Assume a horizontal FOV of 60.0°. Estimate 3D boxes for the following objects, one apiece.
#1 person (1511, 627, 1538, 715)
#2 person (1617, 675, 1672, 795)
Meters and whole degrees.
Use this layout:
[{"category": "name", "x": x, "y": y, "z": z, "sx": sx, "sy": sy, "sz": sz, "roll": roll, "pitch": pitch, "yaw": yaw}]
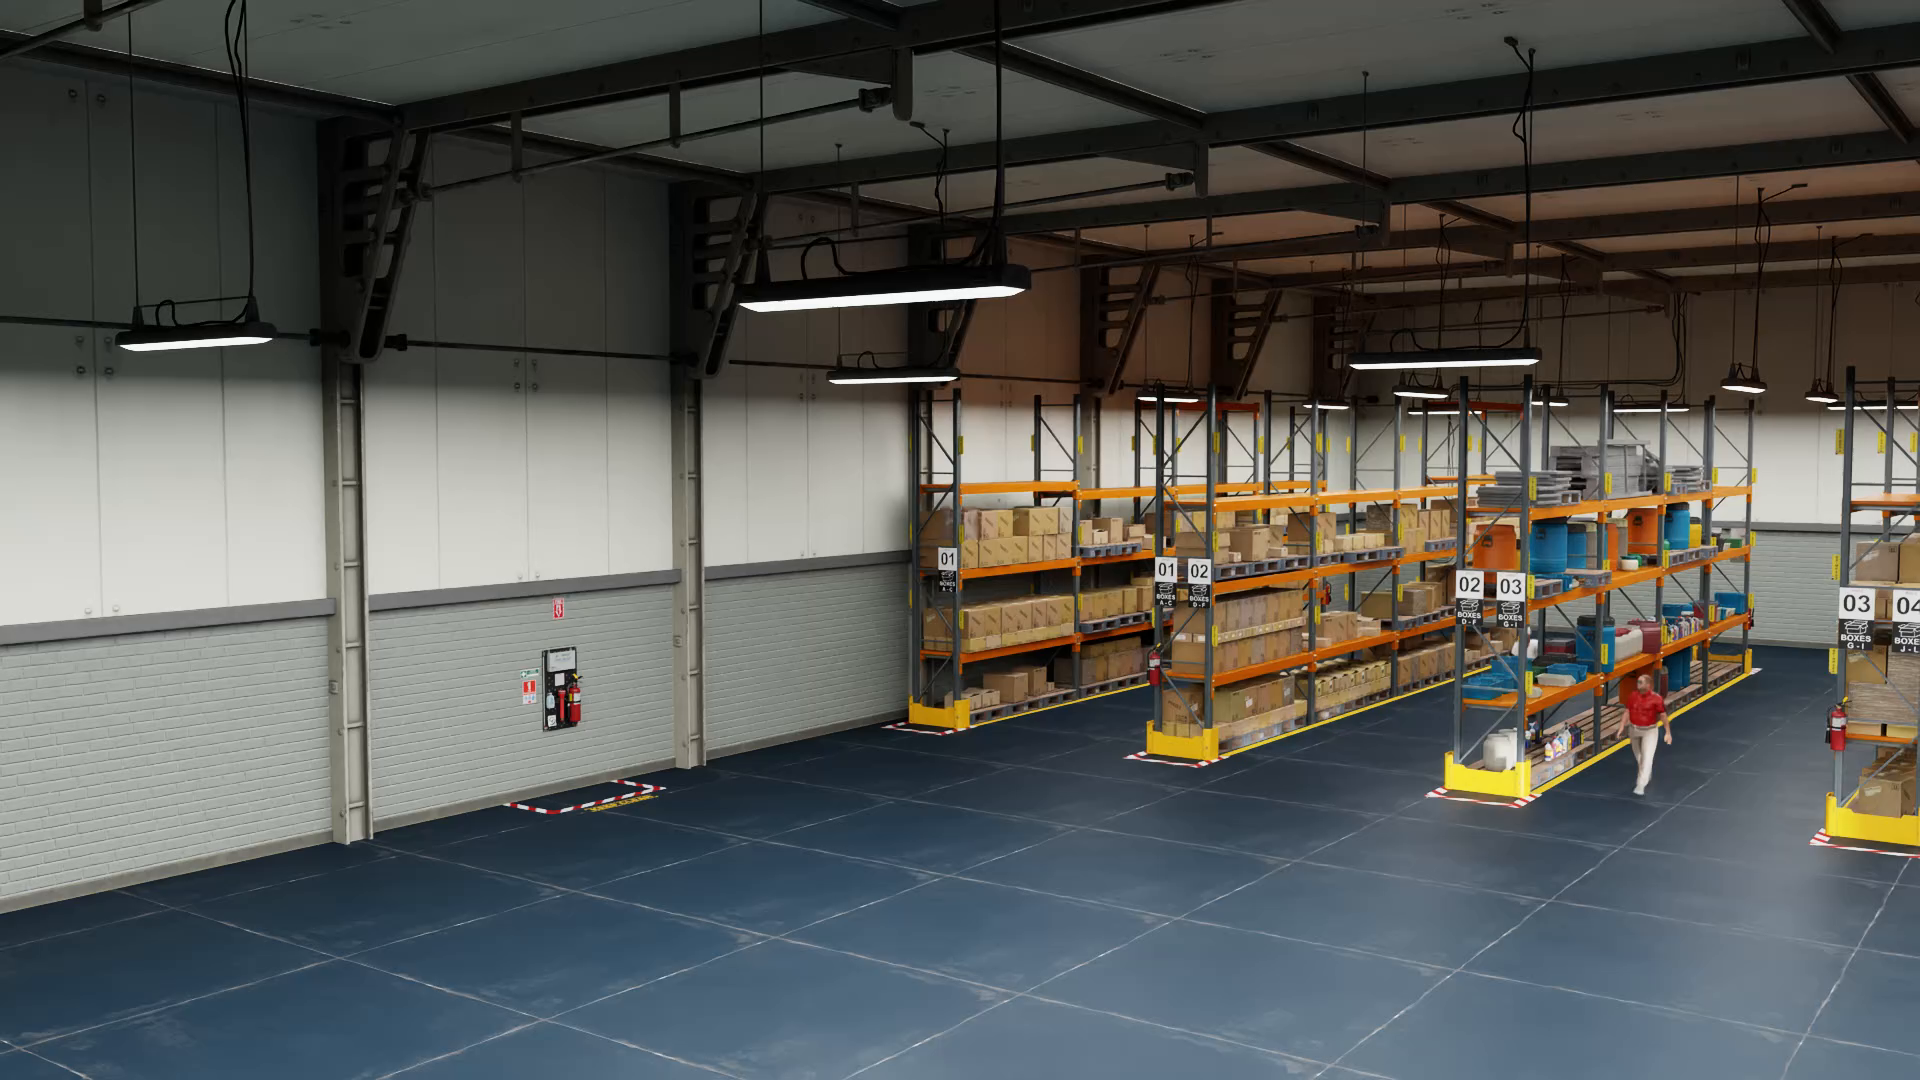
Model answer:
[{"category": "person", "x": 10.551, "y": 2.418, "z": 30.726, "sx": 0.690, "sy": 1.668, "sz": 0.750, "roll": -3, "pitch": 4, "yaw": -43}, {"category": "person", "x": 9.882, "y": 2.773, "z": 24.030, "sx": 0.668, "sy": 1.657, "sz": 1.085, "roll": 3, "pitch": 5, "yaw": 44}]
